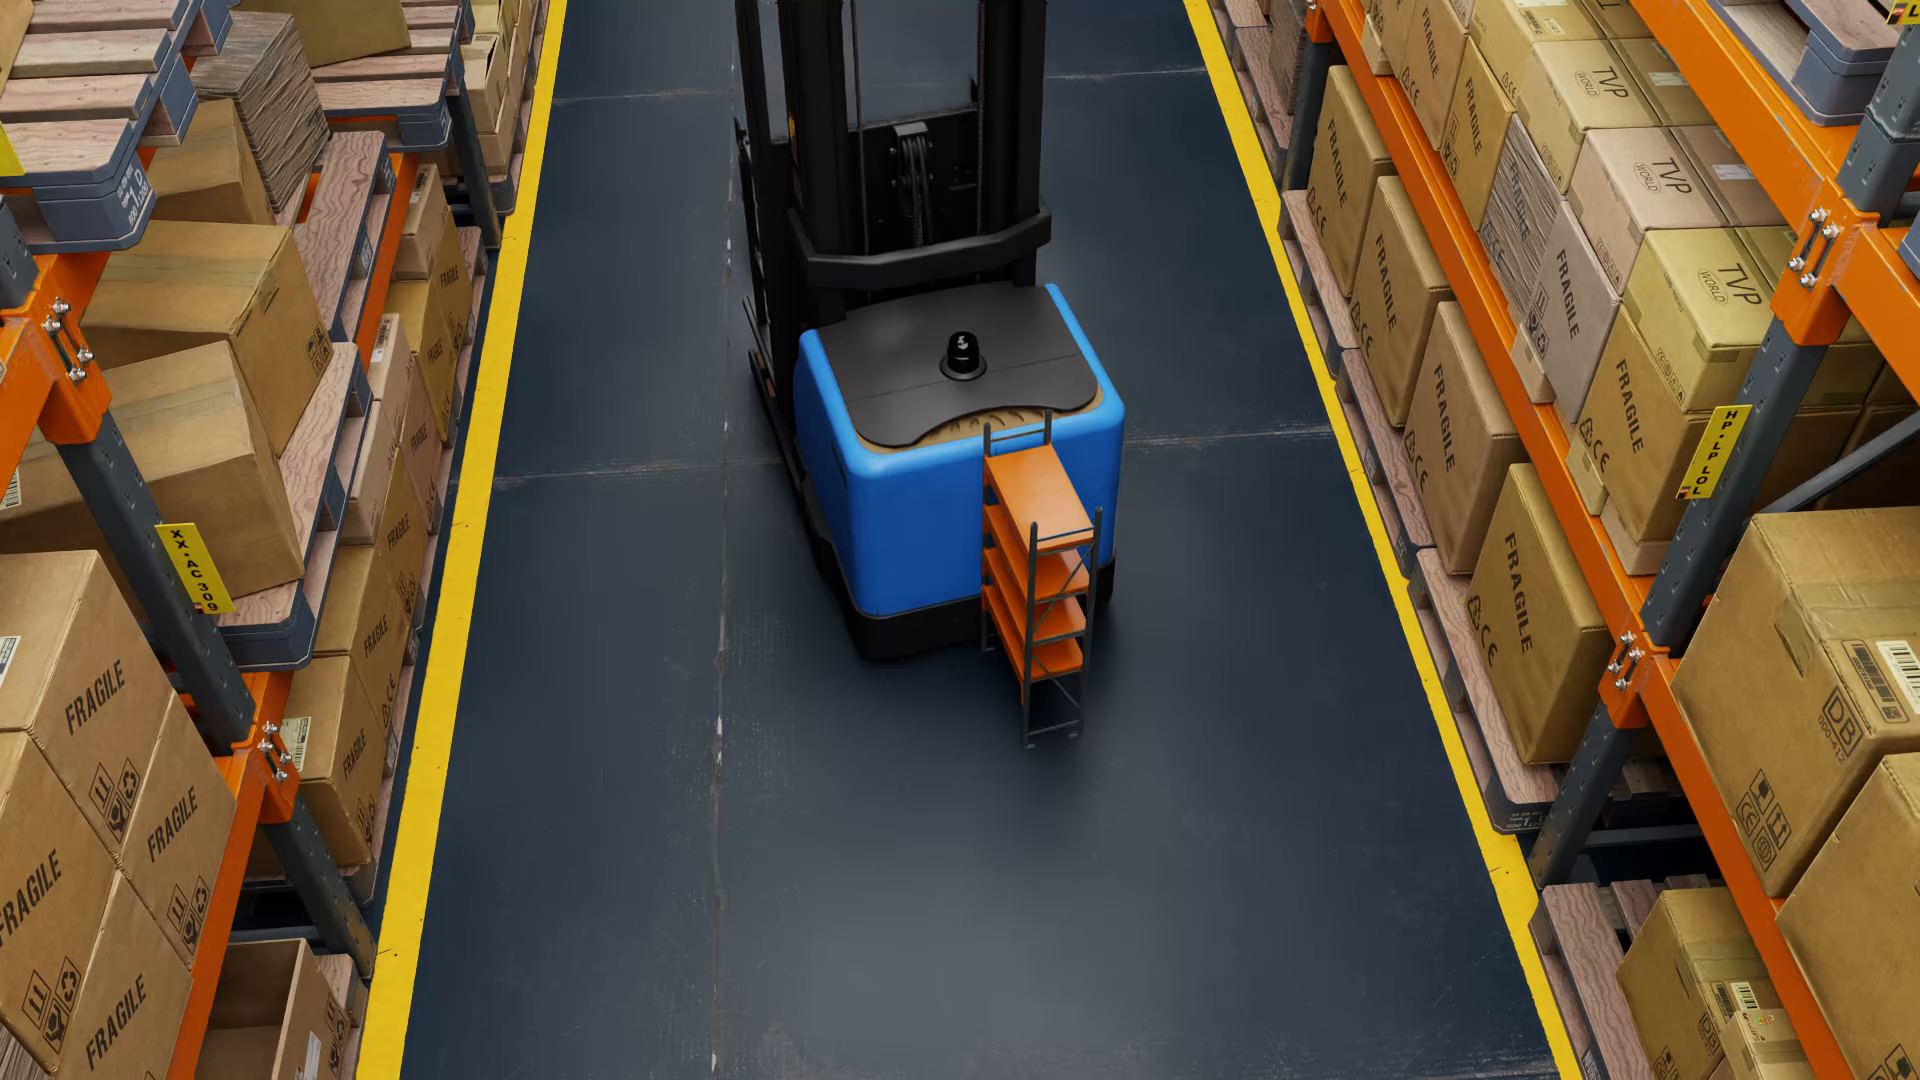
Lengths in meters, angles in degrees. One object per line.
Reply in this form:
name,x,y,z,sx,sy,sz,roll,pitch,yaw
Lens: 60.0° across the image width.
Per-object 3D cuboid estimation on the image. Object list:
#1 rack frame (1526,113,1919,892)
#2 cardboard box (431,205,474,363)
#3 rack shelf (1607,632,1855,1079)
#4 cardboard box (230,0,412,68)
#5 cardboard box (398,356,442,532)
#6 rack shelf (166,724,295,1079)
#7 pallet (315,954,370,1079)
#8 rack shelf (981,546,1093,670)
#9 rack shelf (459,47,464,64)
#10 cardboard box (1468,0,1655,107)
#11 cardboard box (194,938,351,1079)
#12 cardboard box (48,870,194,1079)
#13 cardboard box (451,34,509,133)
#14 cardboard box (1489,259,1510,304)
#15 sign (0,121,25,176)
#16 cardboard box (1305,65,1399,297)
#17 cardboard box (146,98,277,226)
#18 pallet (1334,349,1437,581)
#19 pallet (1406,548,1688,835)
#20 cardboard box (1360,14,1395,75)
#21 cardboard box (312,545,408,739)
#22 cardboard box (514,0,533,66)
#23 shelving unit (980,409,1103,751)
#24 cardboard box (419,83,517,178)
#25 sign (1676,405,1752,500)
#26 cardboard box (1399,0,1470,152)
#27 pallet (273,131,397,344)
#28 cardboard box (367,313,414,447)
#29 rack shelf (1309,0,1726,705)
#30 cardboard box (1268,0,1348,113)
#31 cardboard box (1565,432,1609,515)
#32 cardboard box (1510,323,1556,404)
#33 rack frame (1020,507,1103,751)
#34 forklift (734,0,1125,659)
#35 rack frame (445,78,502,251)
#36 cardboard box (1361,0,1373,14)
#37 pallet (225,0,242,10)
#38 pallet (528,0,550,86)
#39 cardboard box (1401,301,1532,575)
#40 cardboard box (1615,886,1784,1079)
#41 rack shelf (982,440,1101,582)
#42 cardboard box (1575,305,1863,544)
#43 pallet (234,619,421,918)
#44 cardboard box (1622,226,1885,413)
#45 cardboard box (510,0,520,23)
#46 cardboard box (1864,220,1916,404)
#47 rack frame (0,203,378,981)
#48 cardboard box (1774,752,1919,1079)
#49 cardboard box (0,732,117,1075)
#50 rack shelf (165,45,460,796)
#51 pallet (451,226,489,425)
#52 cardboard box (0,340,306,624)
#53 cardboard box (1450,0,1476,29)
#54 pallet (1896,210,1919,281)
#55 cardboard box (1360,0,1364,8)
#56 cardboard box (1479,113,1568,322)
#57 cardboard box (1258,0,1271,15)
rack frame,2.485,0.107,4.719,1.000,3.000,0.127,-3,47,-3
cardboard box,-2.473,-1.112,7.293,0.500,0.500,0.500,-2,47,-2
rack shelf,2.653,1.802,3.610,1.077,0.370,4.000,-3,47,-3
cardboard box,-2.620,-2.213,6.558,0.700,0.500,0.500,-18,49,-16
cardboard box,-2.380,-0.358,6.579,0.500,0.500,0.500,-5,47,-5
rack shelf,-2.283,2.106,3.322,1.077,0.370,4.000,-3,47,-3
pallet,-2.394,1.867,4.973,1.003,0.211,1.213,-3,47,-3
rack shelf,0.269,0.213,5.951,0.258,0.148,0.480,-13,48,-12
rack shelf,-2.953,-3.683,8.804,1.077,0.370,4.000,-3,47,-3
cardboard box,2.072,-1.725,5.650,0.500,0.250,0.500,-4,47,-4
cardboard box,-2.120,1.514,4.805,0.500,0.500,0.500,-3,47,-3
cardboard box,-2.109,1.096,3.714,0.500,0.500,0.500,-2,47,-2
cardboard box,-2.537,-2.271,8.190,0.500,0.311,0.500,-2,47,-2
cardboard box,2.112,-0.962,5.891,0.380,0.149,0.250,-5,47,-4
sign,-1.911,-0.837,3.191,0.100,0.325,0.005,-3,47,-3
cardboard box,2.081,-1.652,7.576,0.750,0.750,0.750,-4,47,-4
cardboard box,-2.660,-1.042,5.449,0.700,0.500,0.500,-14,48,-13
pallet,2.240,-0.372,7.094,1.003,0.211,1.213,-3,47,-3
pallet,2.346,0.513,6.256,1.003,0.211,1.213,-3,47,-3
cardboard box,1.898,-2.075,6.945,0.380,0.149,0.250,-2,47,-2
cardboard box,-2.304,0.369,5.889,0.500,0.500,0.500,-3,47,-3
cardboard box,-2.629,-2.818,9.094,0.500,0.250,0.500,-5,47,-4
shelving unit,0.269,0.167,5.902,0.258,1.200,0.503,-13,48,-12
cardboard box,-2.537,-2.079,8.394,0.500,0.250,0.500,-4,47,-3
sign,1.945,-0.224,4.289,0.100,0.325,0.005,-3,47,-3
cardboard box,2.011,-1.825,6.261,0.500,0.500,0.500,-4,47,-3
pallet,-2.618,-1.010,5.909,1.003,0.211,1.213,-3,47,-3
cardboard box,-2.375,-0.590,6.281,0.500,0.250,0.500,-4,47,-4
rack shelf,2.318,-1.092,6.350,1.077,0.370,4.000,-3,47,-3
cardboard box,2.038,-2.596,8.698,0.700,0.500,0.500,-3,47,-3
cardboard box,2.130,-0.222,5.190,0.380,0.149,0.250,-3,47,-3
cardboard box,2.073,-0.599,5.547,0.380,0.149,0.250,-3,47,-3
rack frame,0.341,0.336,5.741,0.240,1.200,0.015,-13,48,-12
forklift,-0.318,-1.645,6.425,1.130,2.935,3.031,-13,48,-12
rack frame,-2.786,-2.483,7.172,1.000,3.000,0.127,-3,47,-3
cardboard box,1.936,-2.563,6.961,0.500,0.500,0.500,-2,47,-2
pallet,-2.525,-1.782,4.572,1.213,0.211,1.003,-3,47,-3
pallet,-2.915,-3.003,9.585,1.003,0.211,1.213,-3,47,-3
cardboard box,2.224,-0.403,6.394,0.750,0.750,0.750,-2,47,-2
cardboard box,2.446,1.370,4.956,0.700,0.500,0.500,-3,47,-3
rack shelf,0.269,-0.103,5.617,0.258,0.148,0.480,-13,48,-12
cardboard box,2.195,-0.355,4.869,0.500,0.500,0.500,-4,47,-4
pallet,-2.556,0.784,5.999,1.003,0.211,1.213,-3,47,-3
cardboard box,2.191,-0.616,4.600,0.500,0.250,0.500,-2,47,-2
cardboard box,-2.630,-3.020,8.899,0.500,0.311,0.500,-5,47,-4
cardboard box,2.706,-0.643,4.625,0.500,0.250,0.500,-2,47,-2
rack frame,-2.451,0.411,4.431,1.000,3.000,0.127,-3,47,-3
cardboard box,2.570,0.926,3.737,0.980,0.700,0.700,-5,47,-4
cardboard box,-2.105,0.754,3.349,0.500,0.500,0.500,-4,47,-4
rack shelf,-2.618,-0.788,6.063,1.077,0.370,4.000,-3,47,-3
pallet,-2.761,-0.982,7.671,1.003,0.211,1.213,-3,47,-3
cardboard box,-2.267,-0.124,4.580,0.700,0.500,0.500,-18,49,-16
cardboard box,2.023,-2.094,5.999,0.500,0.250,0.500,-3,47,-3
pallet,2.543,-0.301,3.101,1.003,0.211,1.213,-3,47,-3
cardboard box,1.947,-2.455,7.305,0.380,0.149,0.250,-4,47,-4
cardboard box,2.109,-1.087,5.563,0.500,0.500,0.500,-3,47,-3
cardboard box,2.041,-3.334,9.396,0.700,0.500,0.500,-4,47,-4
